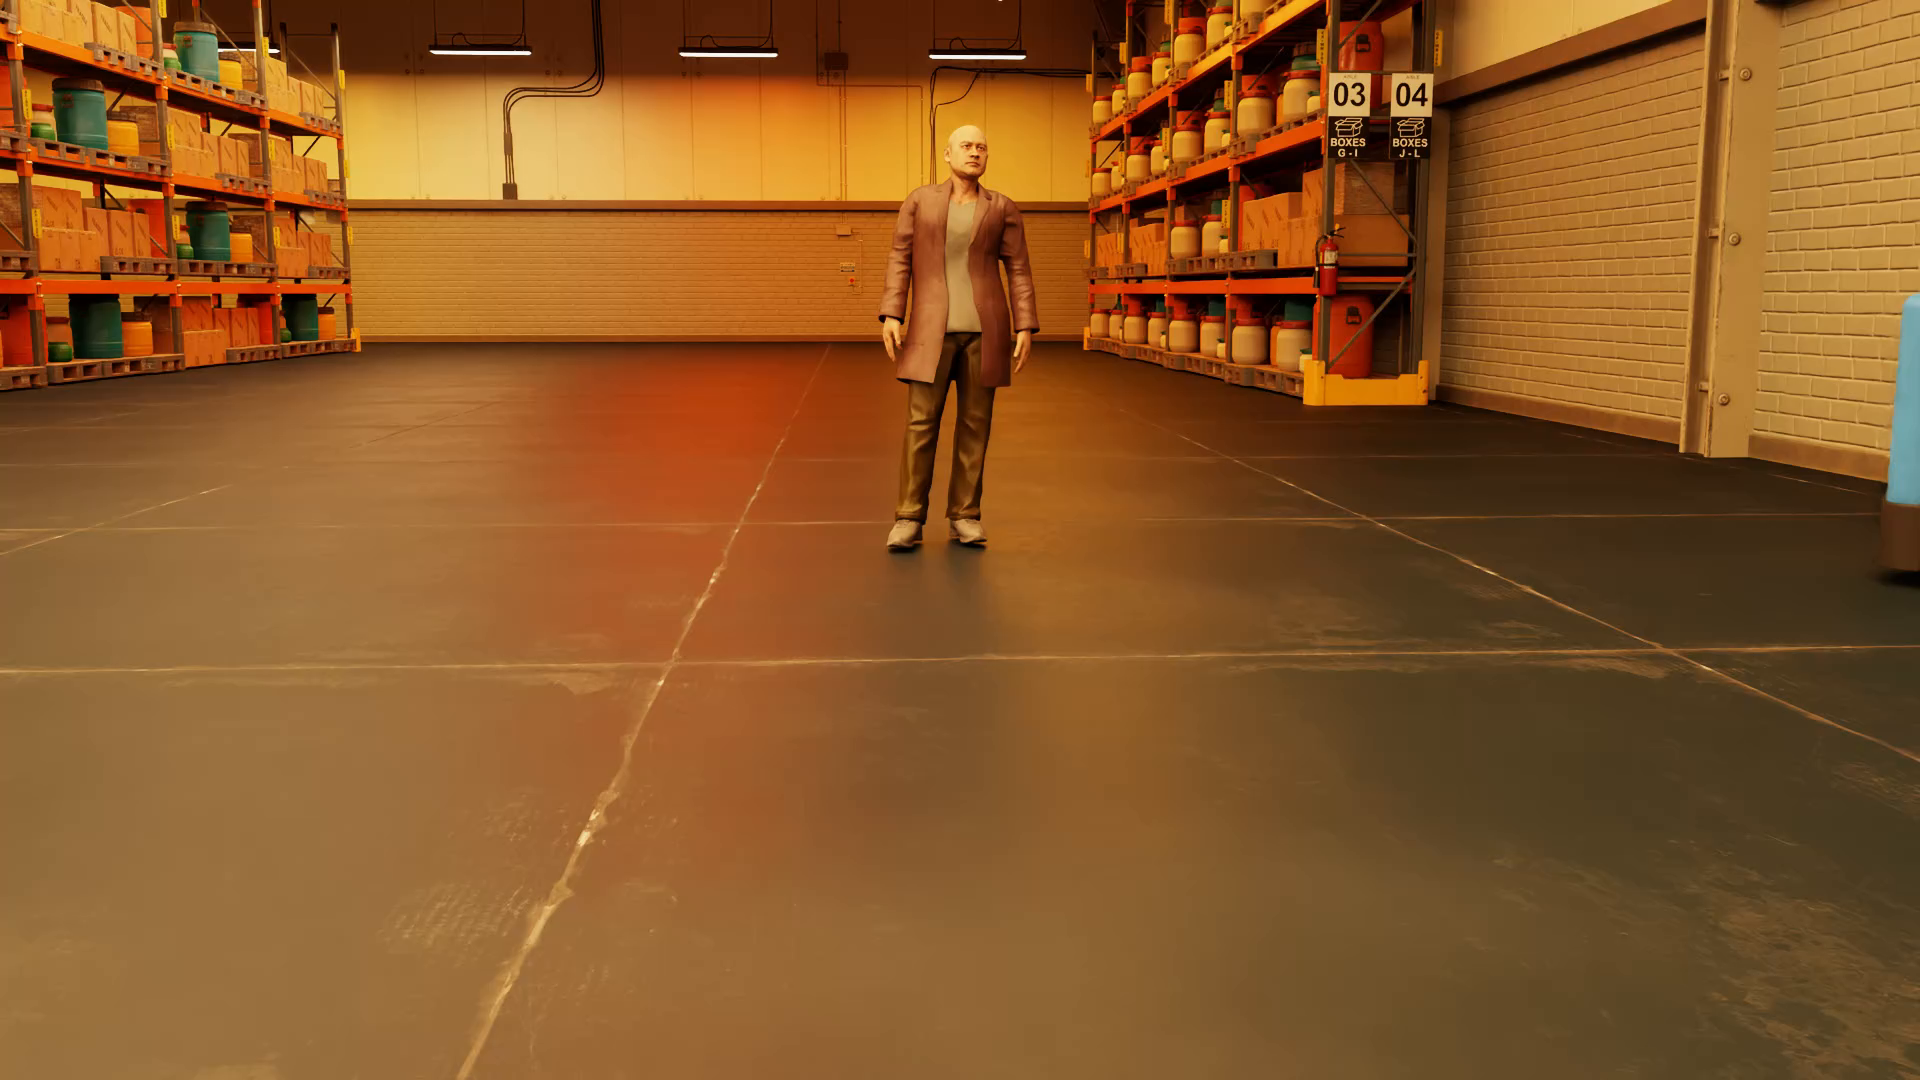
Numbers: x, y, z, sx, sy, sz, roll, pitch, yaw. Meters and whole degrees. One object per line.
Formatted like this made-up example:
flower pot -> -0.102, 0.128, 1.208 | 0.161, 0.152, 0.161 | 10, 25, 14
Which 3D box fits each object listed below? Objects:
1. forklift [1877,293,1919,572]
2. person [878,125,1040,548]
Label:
forklift -> 4.931, -1.223, 5.570 | 3.031, 2.935, 1.130 | 5, 10, 31
person -> 0.001, -0.873, 7.089 | 0.696, 1.775, 0.582 | -1, 8, -4
